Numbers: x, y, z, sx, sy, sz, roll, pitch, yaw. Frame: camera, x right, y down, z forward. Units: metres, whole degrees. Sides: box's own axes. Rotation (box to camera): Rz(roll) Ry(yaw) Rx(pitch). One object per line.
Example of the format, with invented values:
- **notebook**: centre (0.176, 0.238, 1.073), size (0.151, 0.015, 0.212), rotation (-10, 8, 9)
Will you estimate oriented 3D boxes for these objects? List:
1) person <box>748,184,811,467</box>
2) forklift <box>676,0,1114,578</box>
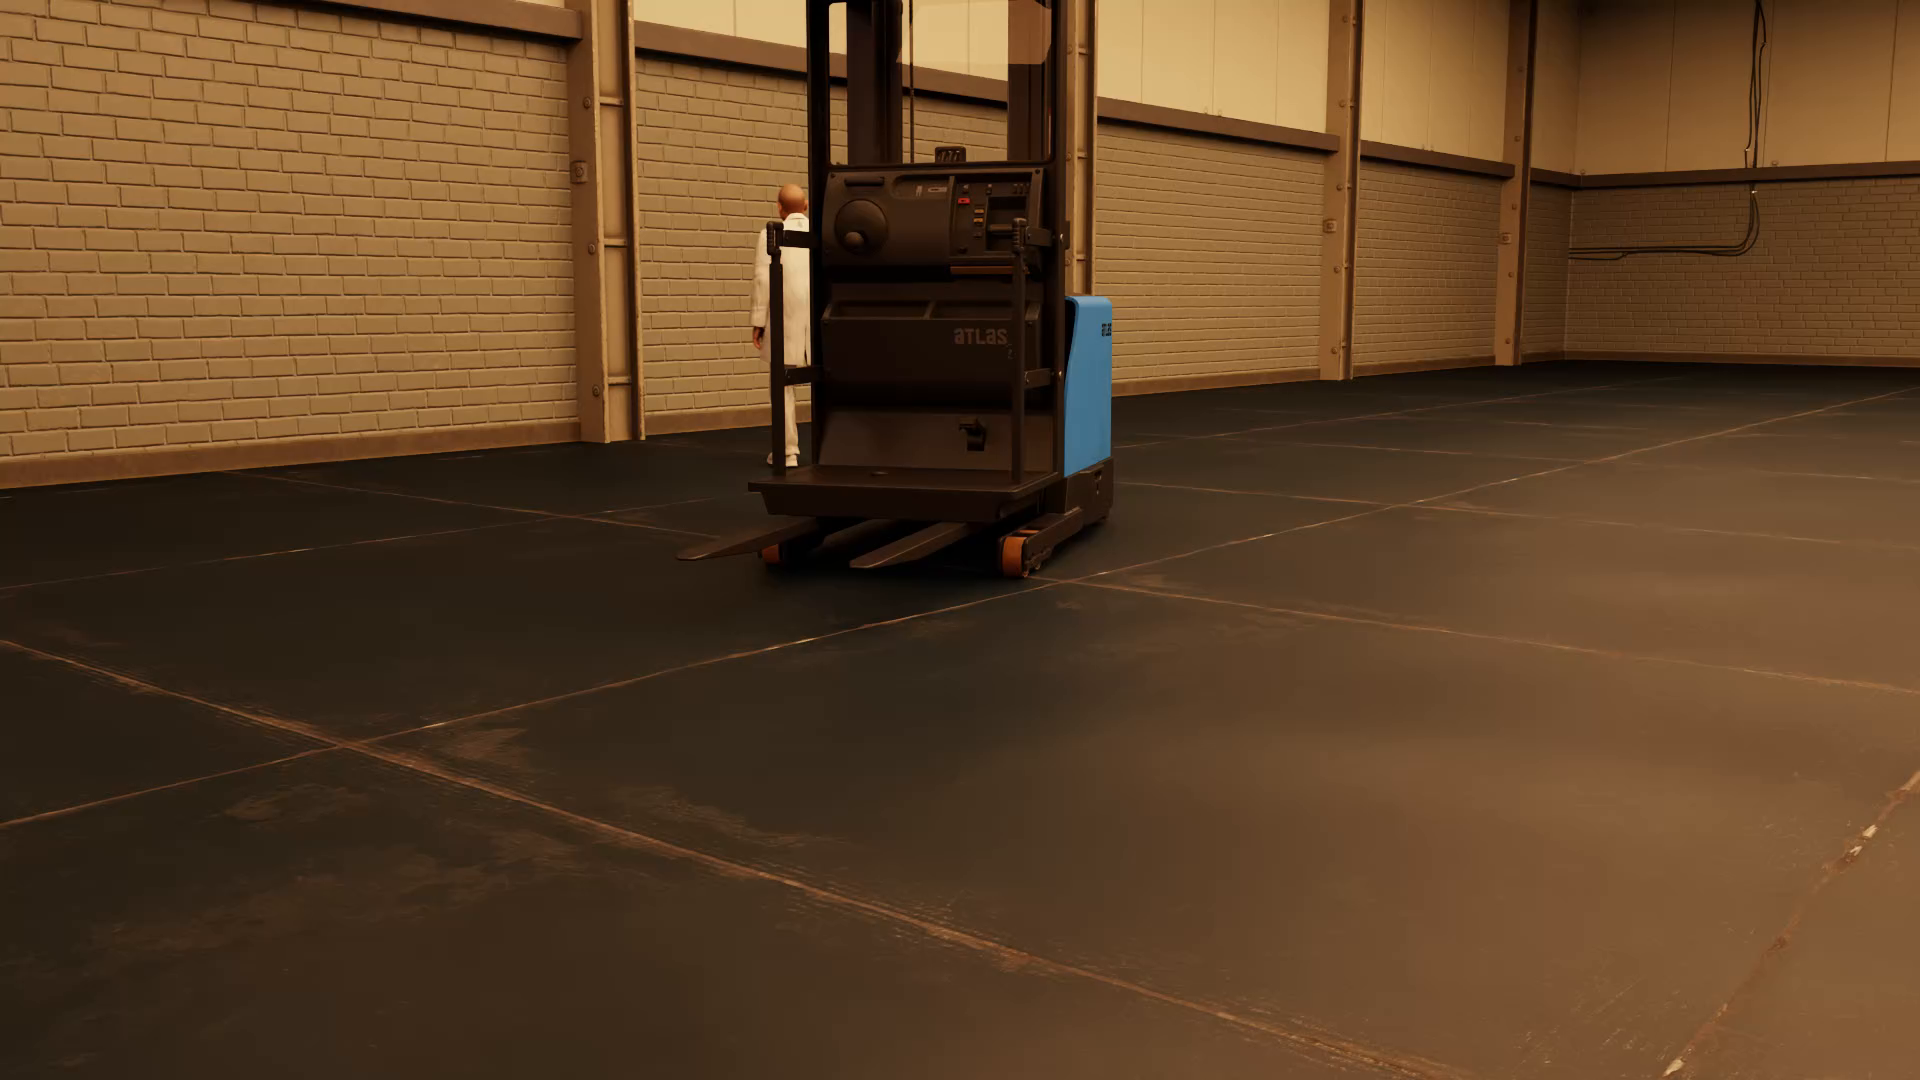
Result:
- **person**: centre (-1.024, -1.355, 10.541), size (0.647, 1.772, 0.436), rotation (-3, 9, -19)
- **forklift**: centre (-0.176, -1.366, 6.616), size (1.130, 2.935, 3.031), rotation (3, 9, 17)
